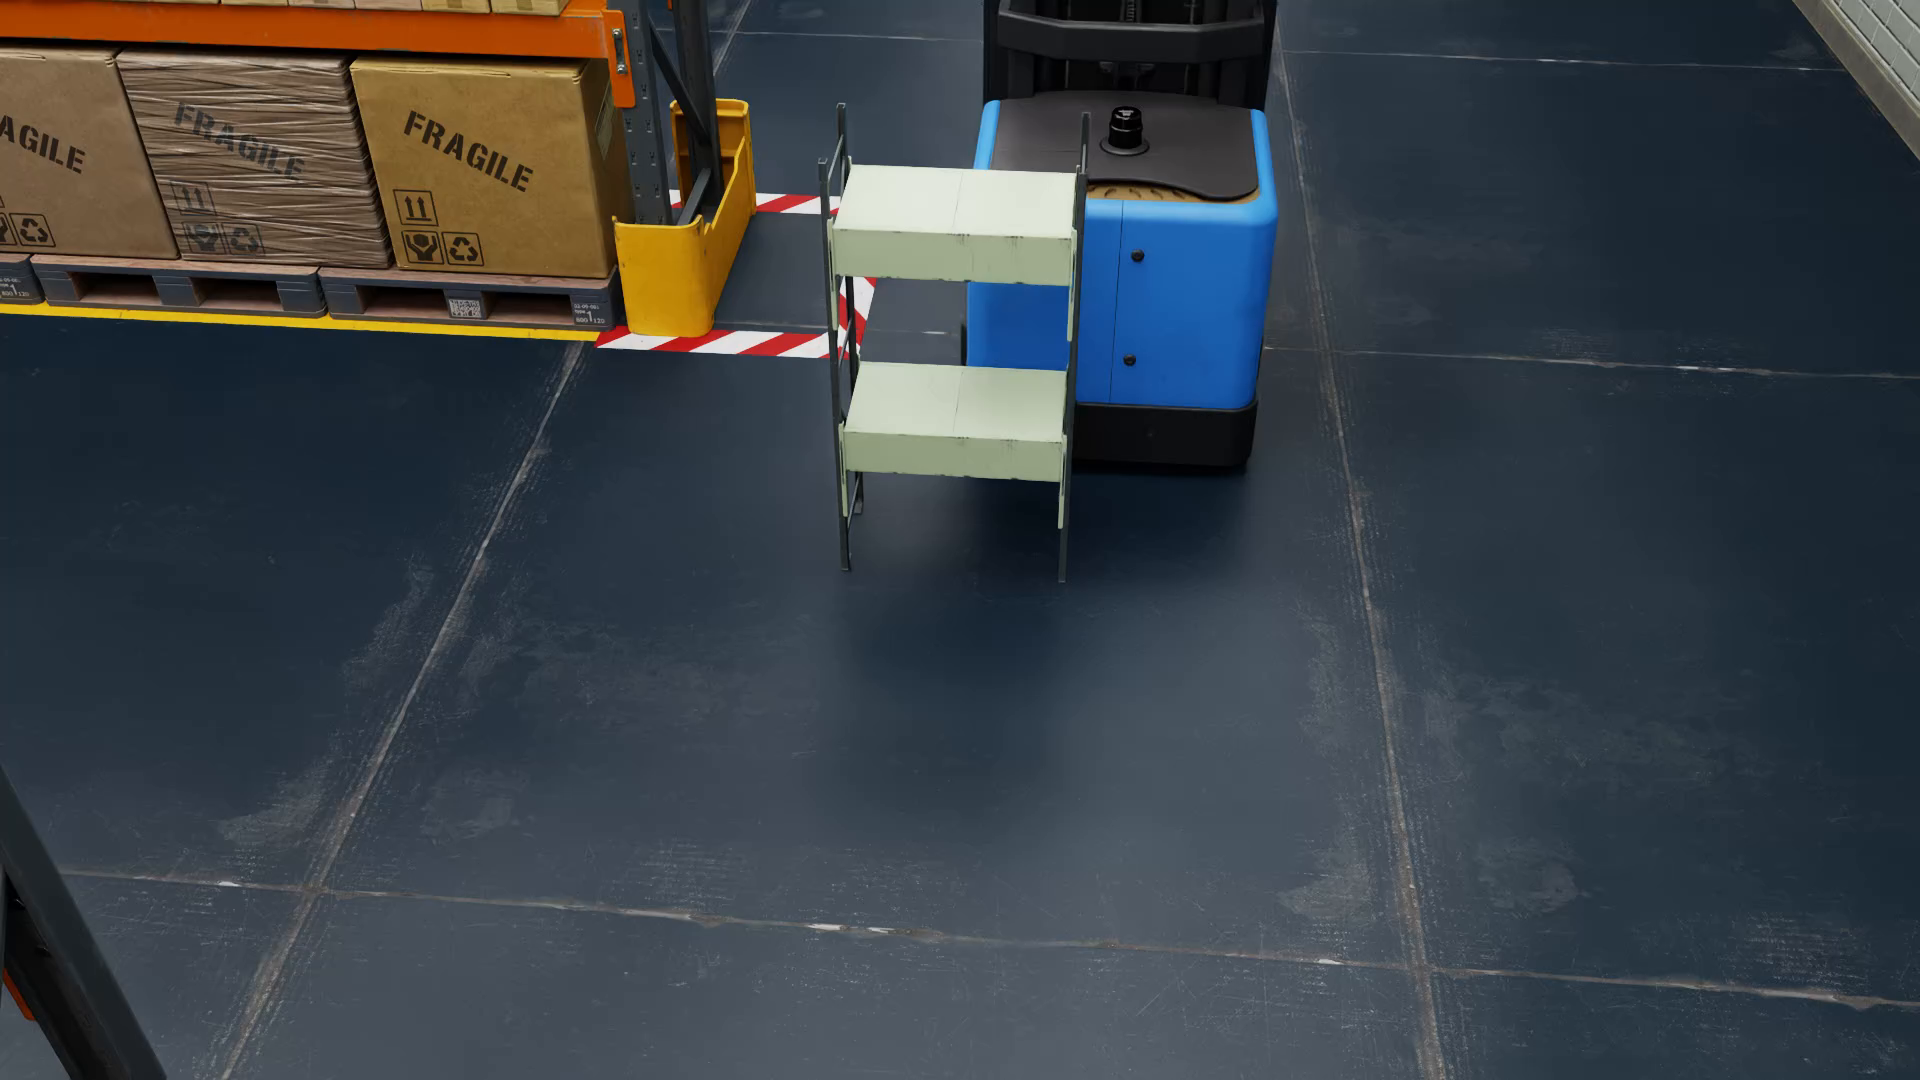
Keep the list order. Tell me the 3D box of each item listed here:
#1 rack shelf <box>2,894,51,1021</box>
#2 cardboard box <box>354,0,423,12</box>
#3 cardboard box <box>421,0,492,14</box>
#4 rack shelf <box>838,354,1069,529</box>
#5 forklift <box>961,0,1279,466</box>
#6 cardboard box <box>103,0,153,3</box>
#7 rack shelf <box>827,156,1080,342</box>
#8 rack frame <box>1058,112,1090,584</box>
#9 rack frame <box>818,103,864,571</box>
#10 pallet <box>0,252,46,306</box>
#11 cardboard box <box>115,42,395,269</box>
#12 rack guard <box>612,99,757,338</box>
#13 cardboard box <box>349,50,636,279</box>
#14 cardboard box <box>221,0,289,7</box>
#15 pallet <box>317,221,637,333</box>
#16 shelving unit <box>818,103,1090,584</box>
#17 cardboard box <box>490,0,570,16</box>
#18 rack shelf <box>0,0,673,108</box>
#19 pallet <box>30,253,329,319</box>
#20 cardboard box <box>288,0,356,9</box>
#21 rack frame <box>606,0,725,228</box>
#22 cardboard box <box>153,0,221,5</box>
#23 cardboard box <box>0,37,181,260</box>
[{"bbox_3d":[-3.691,0.923,2.810,4.000,0.370,1.077,3,39,4],"label":"rack shelf"},{"bbox_3d":[-2.063,-2.103,6.157,0.250,0.149,0.380,3,39,4],"label":"cardboard box"},{"bbox_3d":[-1.812,-2.089,6.139,0.250,0.149,0.380,4,39,4],"label":"cardboard box"},{"bbox_3d":[-0.007,-0.329,5.483,0.720,0.370,0.431,3,39,4],"label":"rack shelf"},{"bbox_3d":[0.653,-2.319,6.277,1.130,2.935,3.031,3,39,4],"label":"forklift"},{"bbox_3d":[-3.076,-2.159,6.226,0.250,0.149,0.380,4,39,5],"label":"cardboard box"},{"bbox_3d":[-0.007,-0.885,5.031,0.720,0.370,0.431,3,39,4],"label":"rack shelf"},{"bbox_3d":[0.358,-0.562,5.252,0.023,1.500,0.400,3,39,4],"label":"rack frame"},{"bbox_3d":[-0.371,-0.602,5.301,0.023,1.500,0.400,3,39,4],"label":"rack frame"},{"bbox_3d":[-4.404,-1.407,7.311,1.213,0.211,1.003,3,39,4],"label":"pallet"},{"bbox_3d":[-2.721,-1.734,6.854,0.875,0.875,0.875,3,39,4],"label":"cardboard box"},{"bbox_3d":[-1.146,-1.390,7.062,0.348,0.500,1.175,3,39,4],"label":"rack guard"},{"bbox_3d":[-1.814,-1.684,6.794,0.875,0.875,0.875,3,39,4],"label":"cardboard box"},{"bbox_3d":[-2.571,-2.131,6.190,0.250,0.149,0.380,2,39,3],"label":"cardboard box"},{"bbox_3d":[-1.973,-1.274,7.148,1.213,0.211,1.003,3,39,4],"label":"pallet"},{"bbox_3d":[-0.007,-0.582,5.277,0.755,1.500,0.431,3,39,4],"label":"shelving unit"},{"bbox_3d":[-1.553,-2.076,6.123,0.250,0.149,0.380,4,39,5],"label":"cardboard box"},{"bbox_3d":[-3.162,-2.191,6.635,4.000,0.370,1.077,3,39,4],"label":"rack shelf"},{"bbox_3d":[-3.185,-1.342,7.231,1.213,0.211,1.003,3,39,4],"label":"pallet"},{"bbox_3d":[-2.312,-2.118,6.174,0.250,0.149,0.380,4,39,5],"label":"cardboard box"},{"bbox_3d":[-1.170,-2.361,6.274,0.127,3.000,1.000,3,39,4],"label":"rack frame"},{"bbox_3d":[-2.829,-2.144,6.207,0.250,0.149,0.380,3,39,4],"label":"cardboard box"},{"bbox_3d":[-3.608,-1.782,6.914,0.875,0.875,0.875,3,39,4],"label":"cardboard box"}]
